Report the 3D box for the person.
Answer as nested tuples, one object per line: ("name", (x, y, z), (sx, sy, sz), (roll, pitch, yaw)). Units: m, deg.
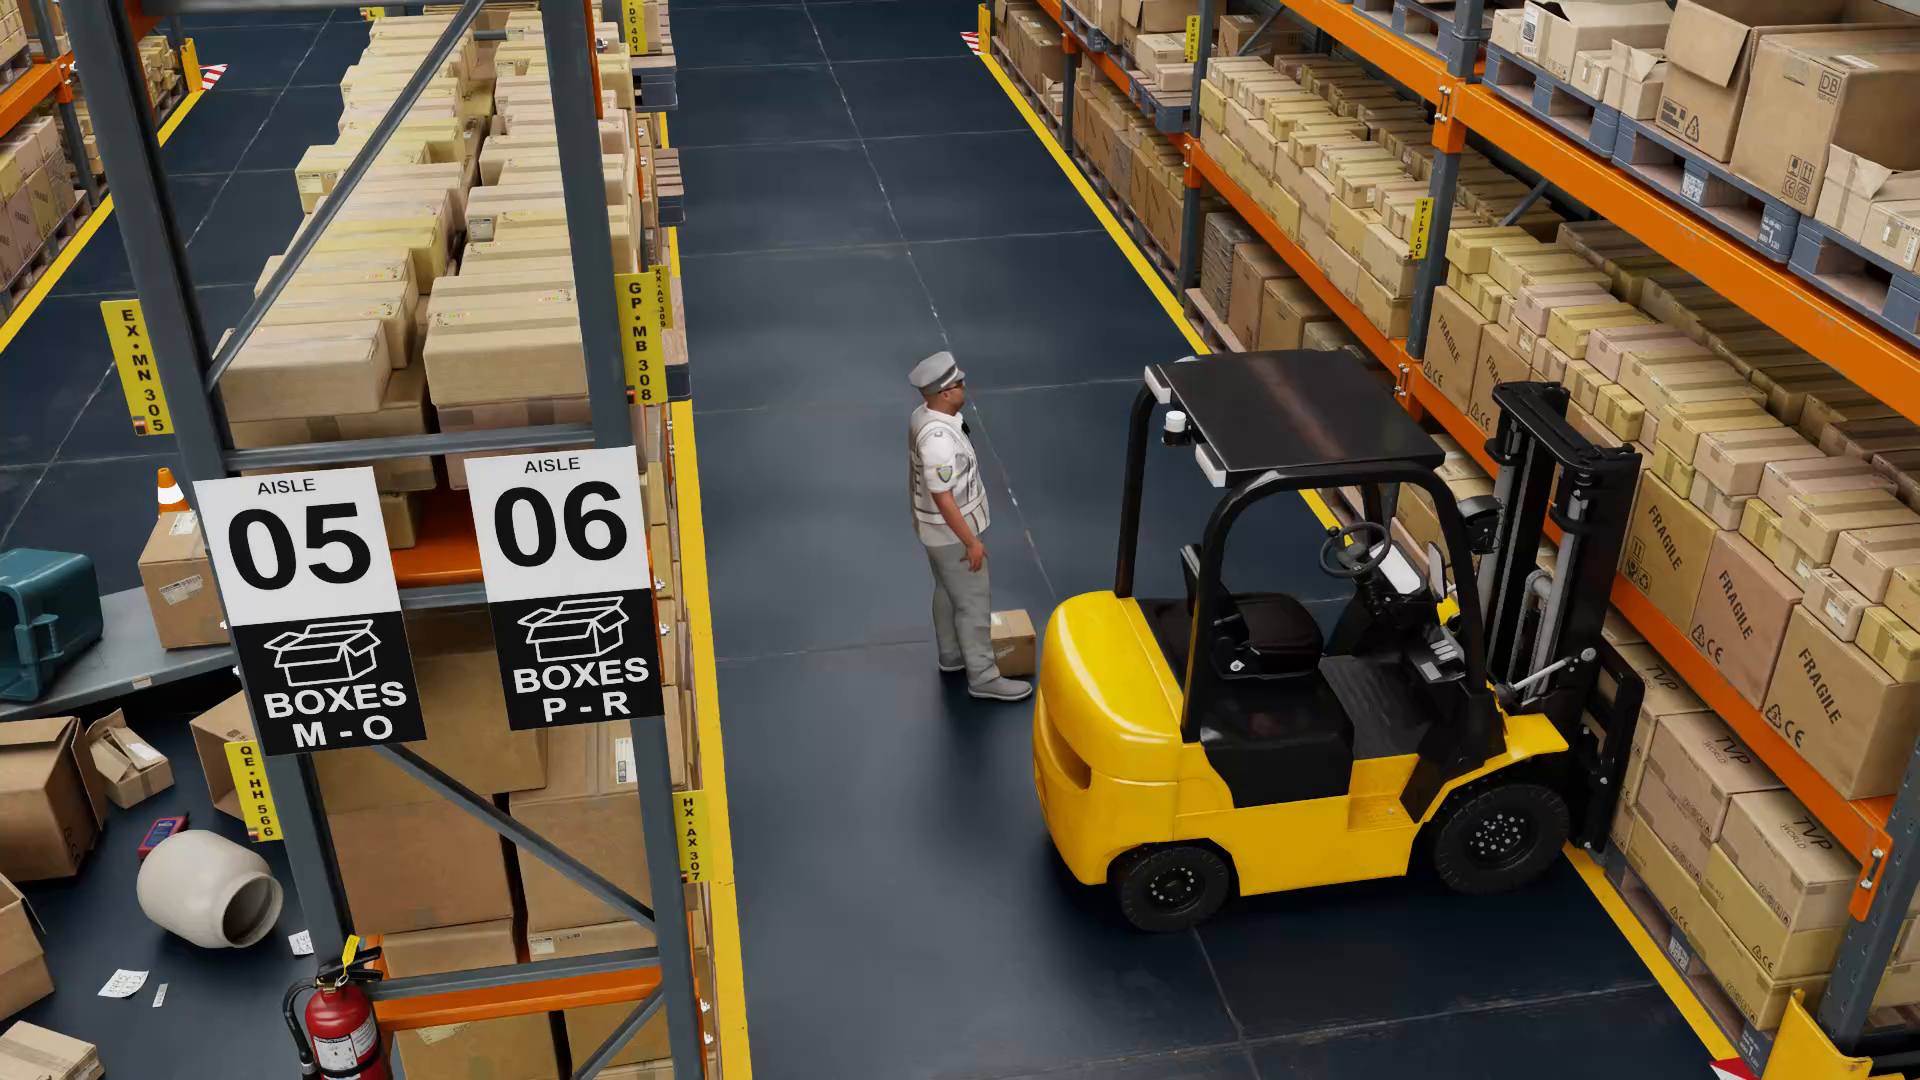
("person", (0.041, -0.088, 8.233), (0.575, 1.781, 0.638), (-5, 31, -9))
